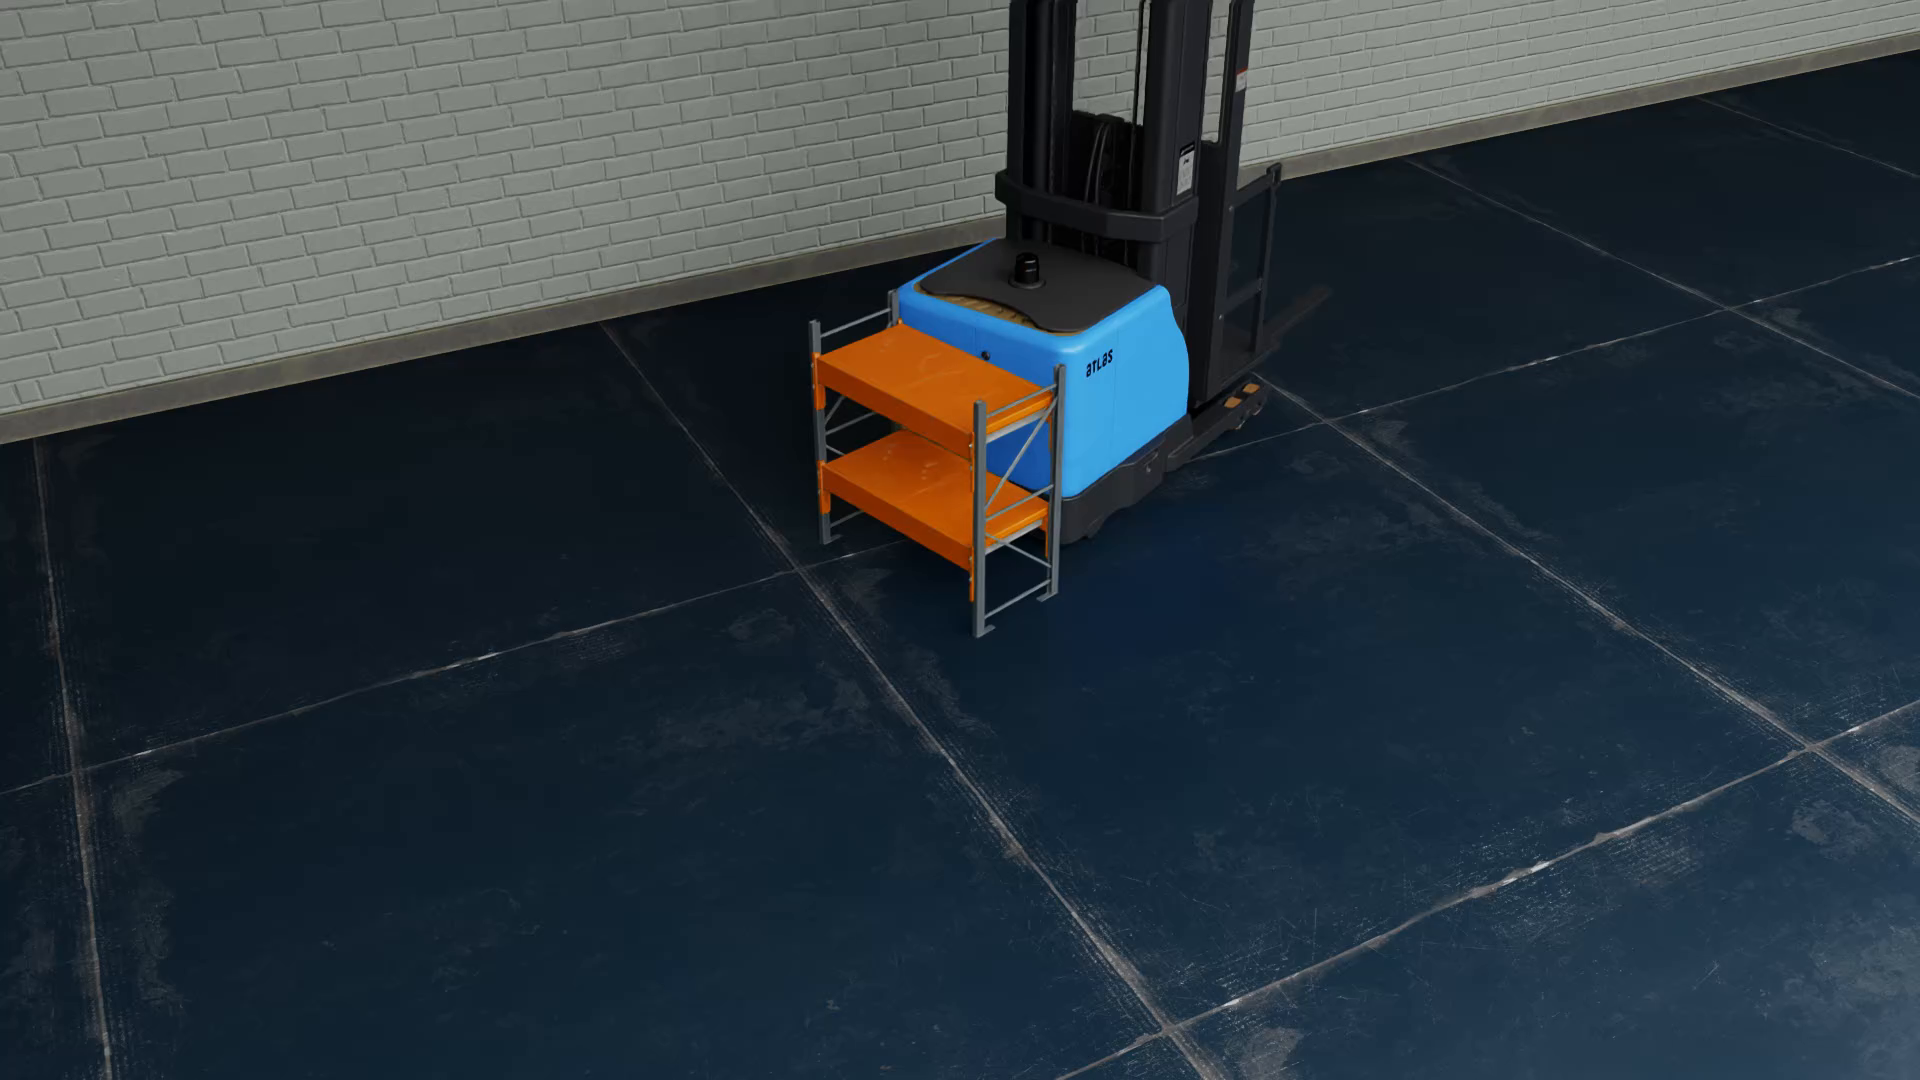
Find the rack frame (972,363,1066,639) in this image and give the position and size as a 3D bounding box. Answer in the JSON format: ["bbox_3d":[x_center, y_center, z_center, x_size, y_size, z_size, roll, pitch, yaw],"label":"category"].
[{"bbox_3d":[0.243,-0.151,6.944,0.500,1.125,0.032,-27,42,-36],"label":"rack frame"}]

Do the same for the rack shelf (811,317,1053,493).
[{"bbox_3d":[-0.109,-0.595,7.094,0.538,0.278,1.000,-27,42,-36],"label":"rack shelf"}]

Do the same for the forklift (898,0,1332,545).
[{"bbox_3d":[0.972,-1.951,8.079,1.130,2.935,3.031,22,39,30],"label":"forklift"}]

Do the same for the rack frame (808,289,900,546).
[{"bbox_3d":[-0.462,-0.546,7.560,0.500,1.125,0.032,-27,42,-36],"label":"rack frame"}]

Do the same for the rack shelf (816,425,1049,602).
[{"bbox_3d":[-0.109,-0.143,7.384,0.538,0.278,1.000,-27,42,-36],"label":"rack shelf"}]

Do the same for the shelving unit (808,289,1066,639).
[{"bbox_3d":[-0.109,-0.349,7.252,0.538,1.125,1.048,-27,42,-36],"label":"shelving unit"}]
